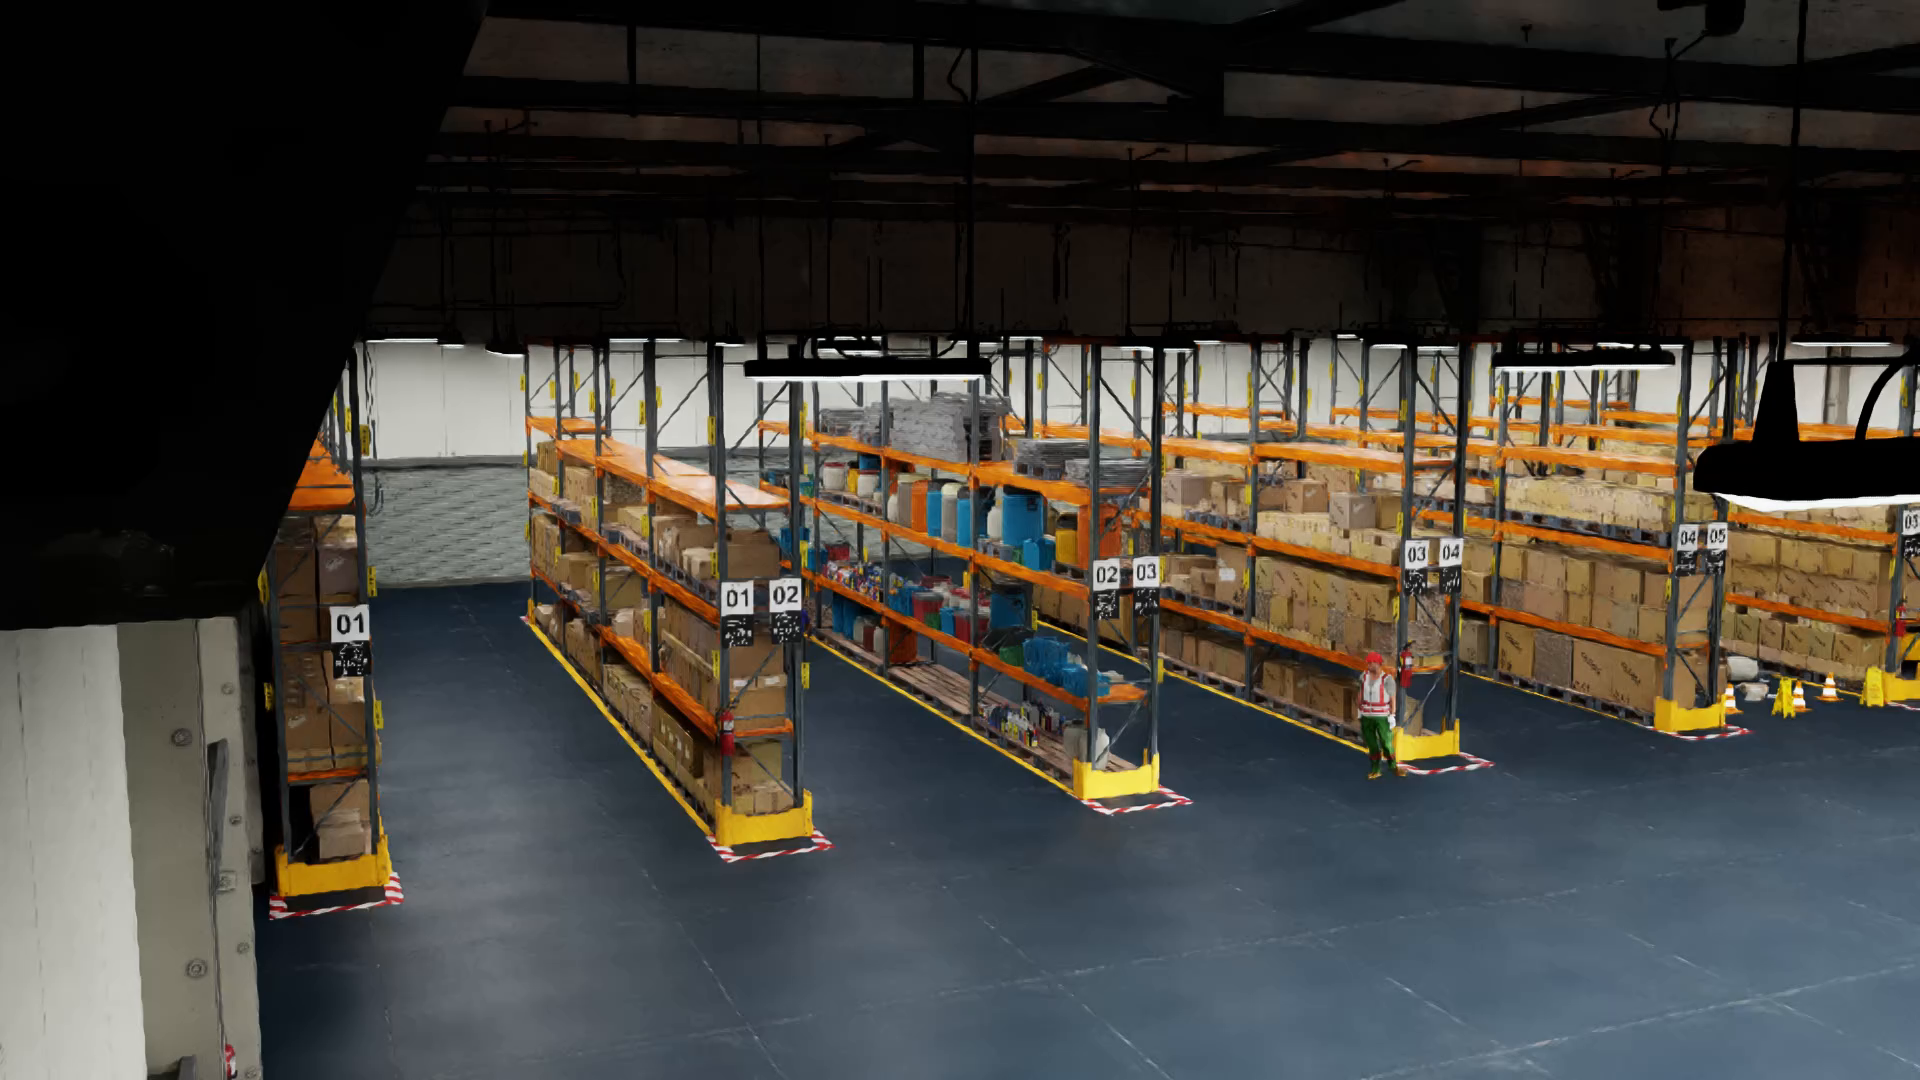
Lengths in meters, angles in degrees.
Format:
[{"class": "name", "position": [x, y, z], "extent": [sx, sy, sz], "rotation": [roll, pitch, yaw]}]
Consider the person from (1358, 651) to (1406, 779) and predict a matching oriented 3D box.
[{"class": "person", "position": [5.786, 2.407, 22.861], "extent": [0.698, 1.780, 0.462], "rotation": [6, 10, 37]}]

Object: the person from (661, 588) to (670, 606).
[{"class": "person", "position": [-5.987, 1.070, 33.523], "extent": [0.341, 1.605, 0.559], "rotation": [-5, 9, -32]}]

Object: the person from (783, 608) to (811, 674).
[{"class": "person", "position": [-2.870, 1.734, 28.717], "extent": [0.593, 1.603, 0.509], "rotation": [-3, 8, -24]}]
